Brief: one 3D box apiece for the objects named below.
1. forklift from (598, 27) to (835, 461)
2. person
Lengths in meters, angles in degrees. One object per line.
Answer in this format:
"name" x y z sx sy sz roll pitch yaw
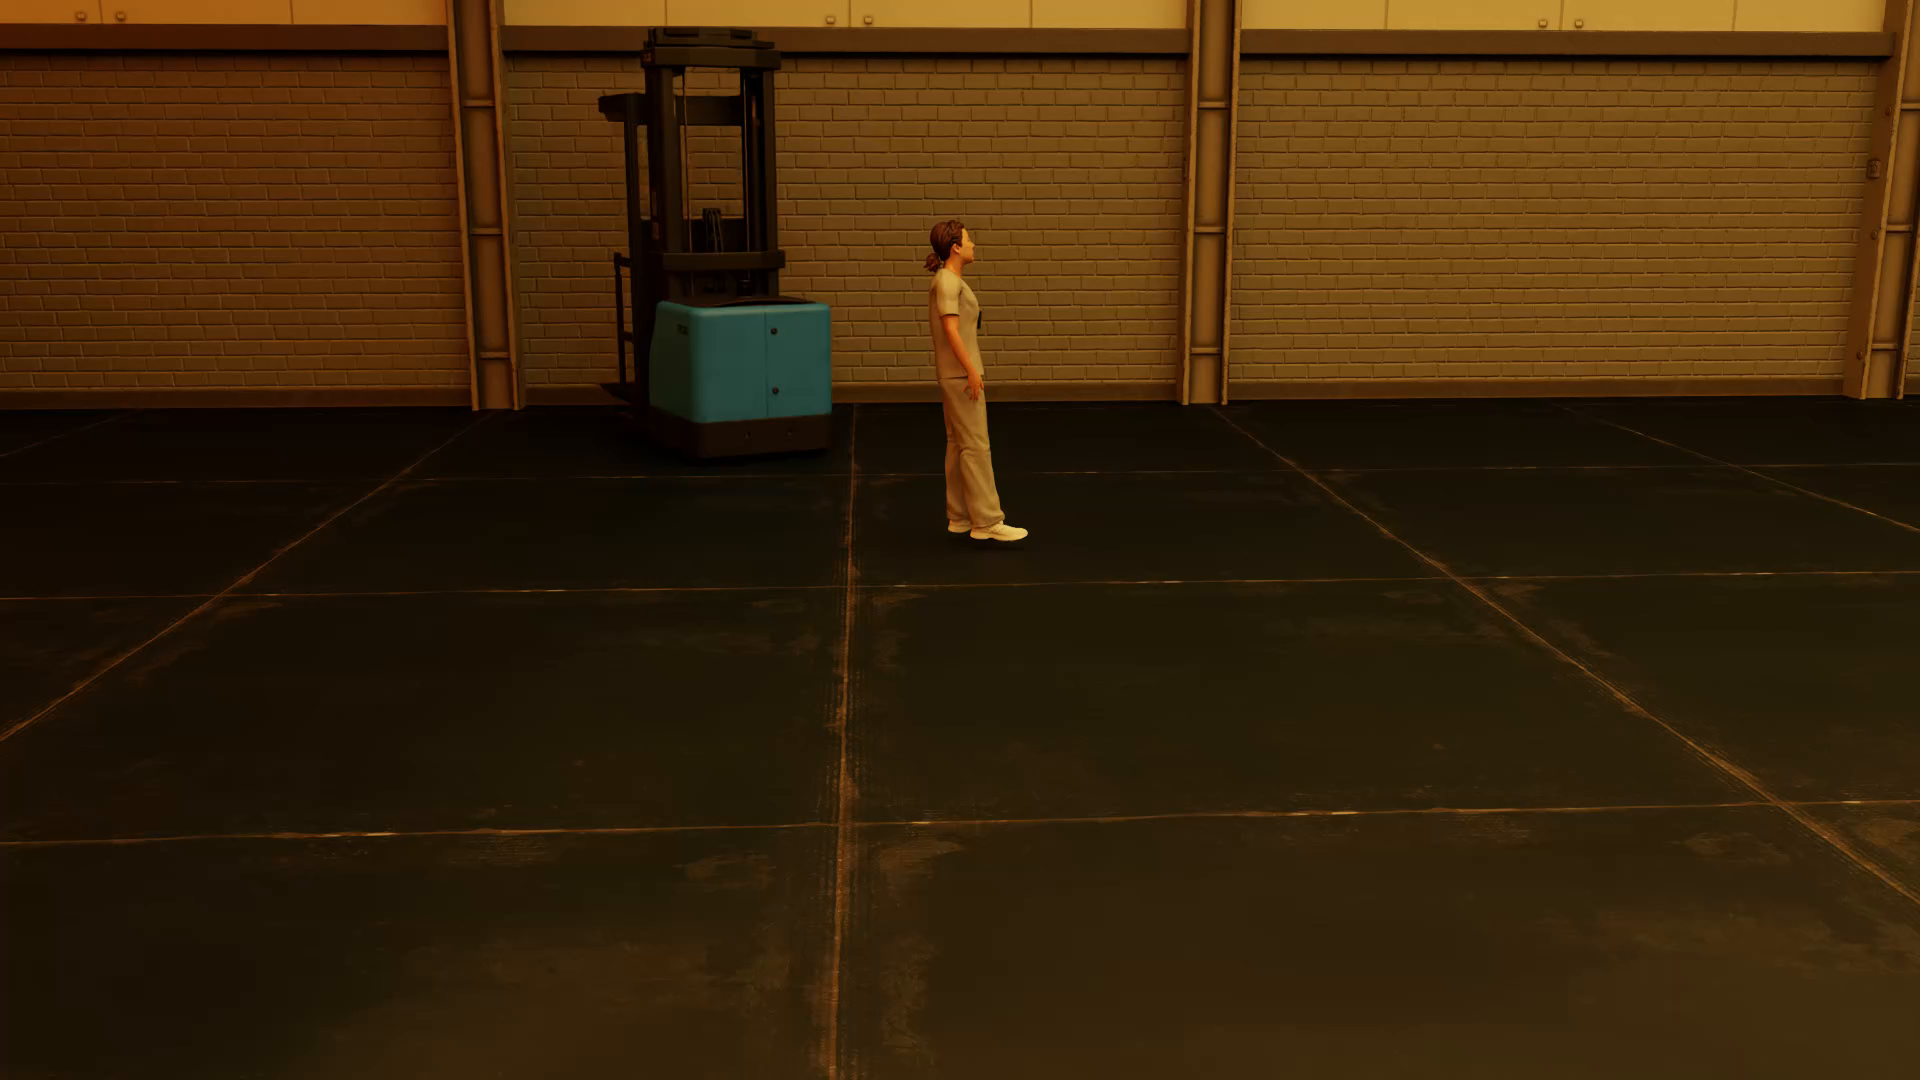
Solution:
"forklift" -2.008 -2.252 12.434 1.130 2.935 3.031 -7 14 -27
"person" 0.074 -0.862 8.900 0.549 1.675 0.550 -1 13 -3
